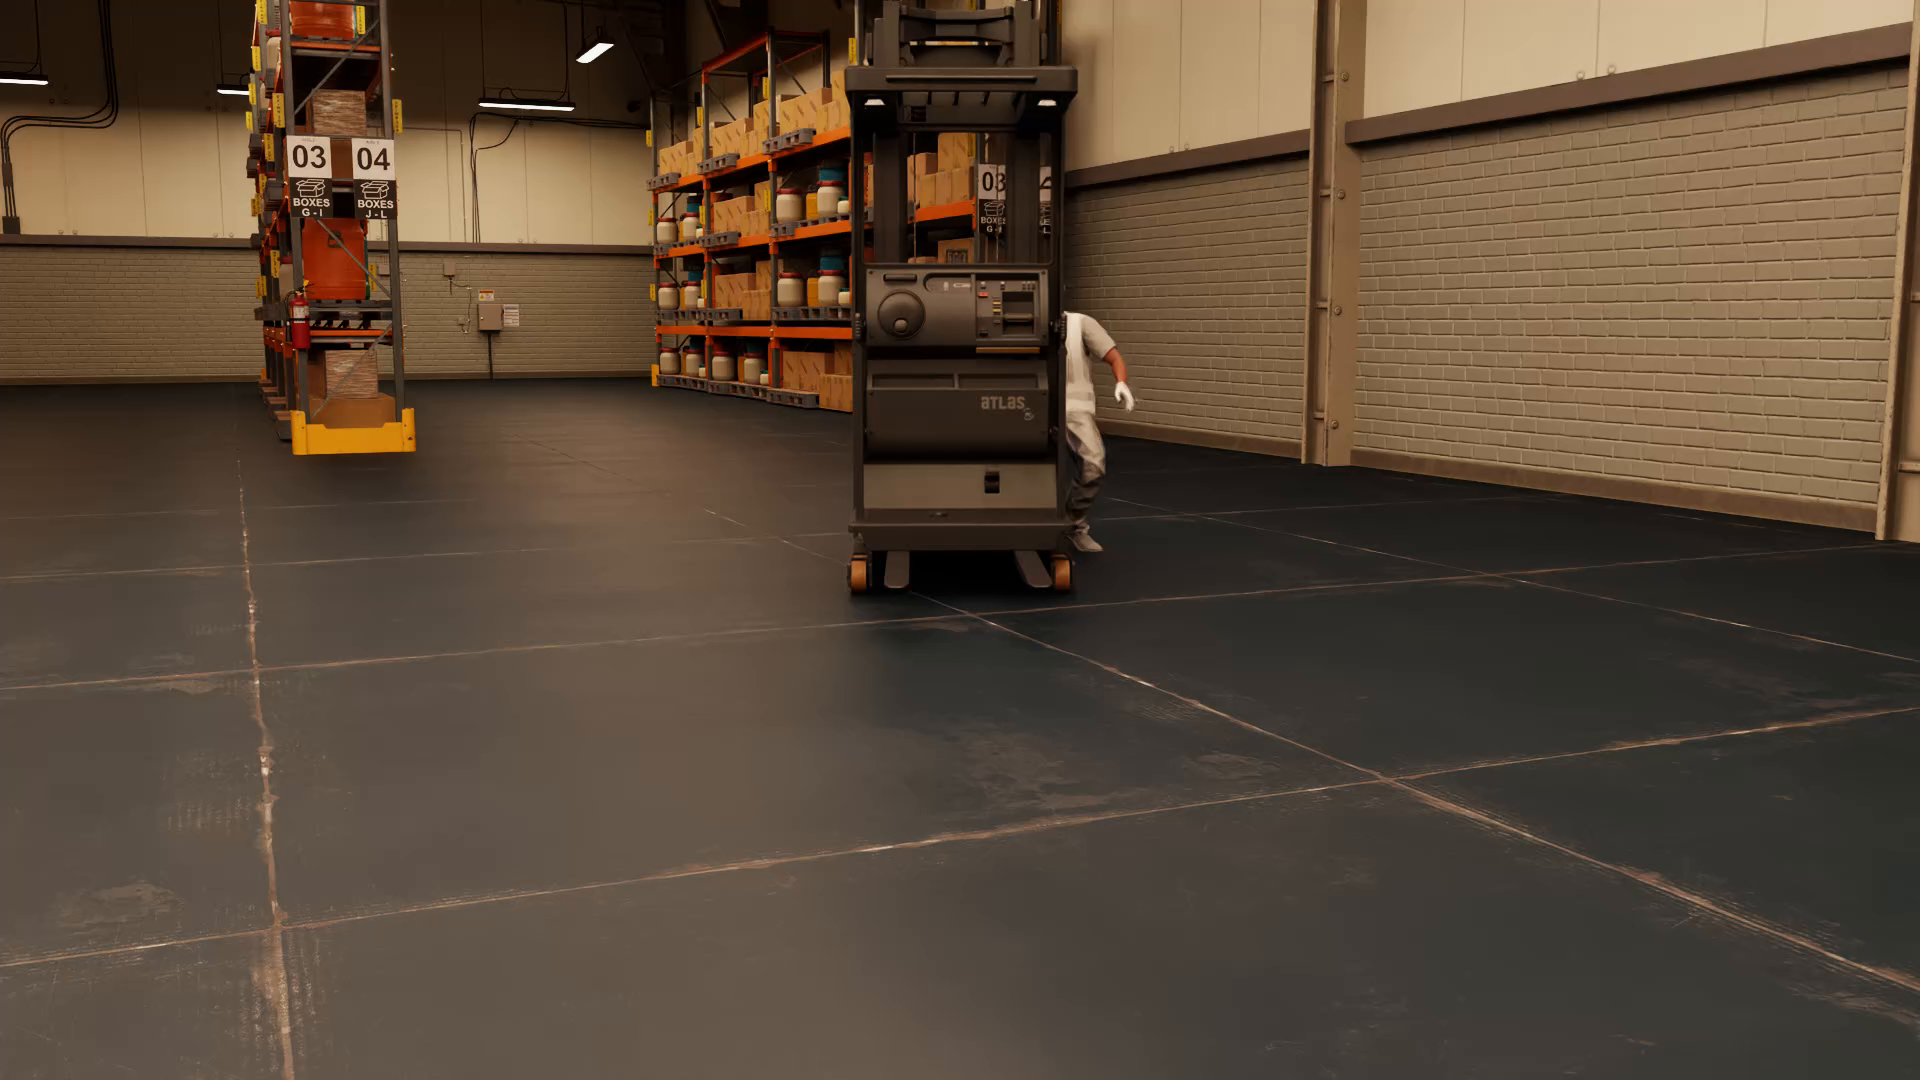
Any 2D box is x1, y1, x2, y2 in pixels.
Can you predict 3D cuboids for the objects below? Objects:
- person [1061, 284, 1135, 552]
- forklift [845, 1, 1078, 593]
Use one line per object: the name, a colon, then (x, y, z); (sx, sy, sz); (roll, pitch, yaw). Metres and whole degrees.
person: (0.535, -0.727, 9.512); (0.942, 1.654, 0.660); (1, 8, 11)
forklift: (-0.004, -1.233, 8.293); (1.130, 2.935, 3.031); (0, 8, -2)
